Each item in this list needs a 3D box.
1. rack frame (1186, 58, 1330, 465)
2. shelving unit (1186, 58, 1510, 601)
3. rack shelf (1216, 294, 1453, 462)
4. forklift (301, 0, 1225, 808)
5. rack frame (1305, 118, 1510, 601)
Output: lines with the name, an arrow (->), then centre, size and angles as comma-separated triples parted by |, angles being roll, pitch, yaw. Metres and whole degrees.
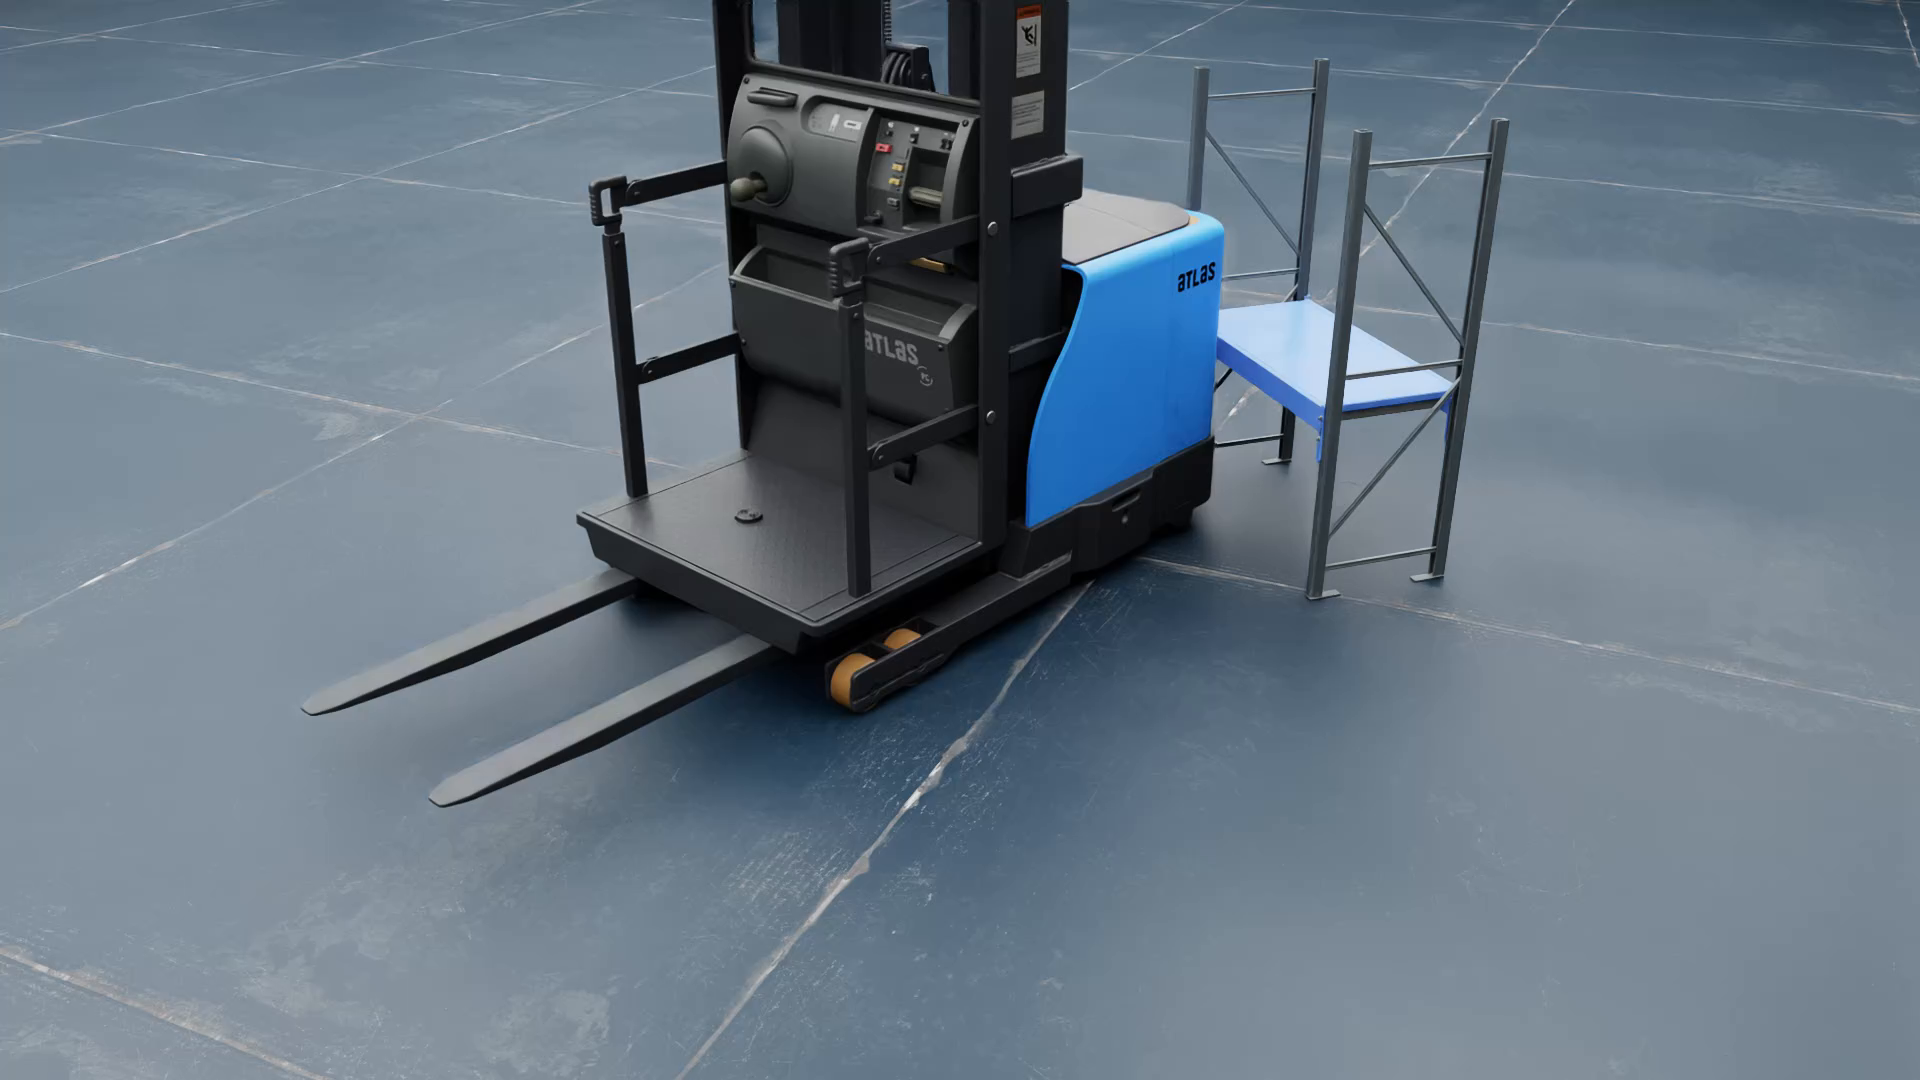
rack frame -> 1.027, -0.943, 5.968 | 0.500, 1.500, 0.032 | -9, 28, -17
shelving unit -> 1.193, -0.731, 5.537 | 0.538, 1.500, 1.048 | -9, 28, -17
rack shelf -> 1.193, -0.570, 5.616 | 0.538, 0.185, 1.000 | -9, 28, -17
forklift -> -0.470, -1.076, 4.617 | 1.130, 2.935, 3.031 | 22, 34, 37
rack frame -> 1.358, -0.519, 5.106 | 0.500, 1.500, 0.032 | -9, 28, -17
